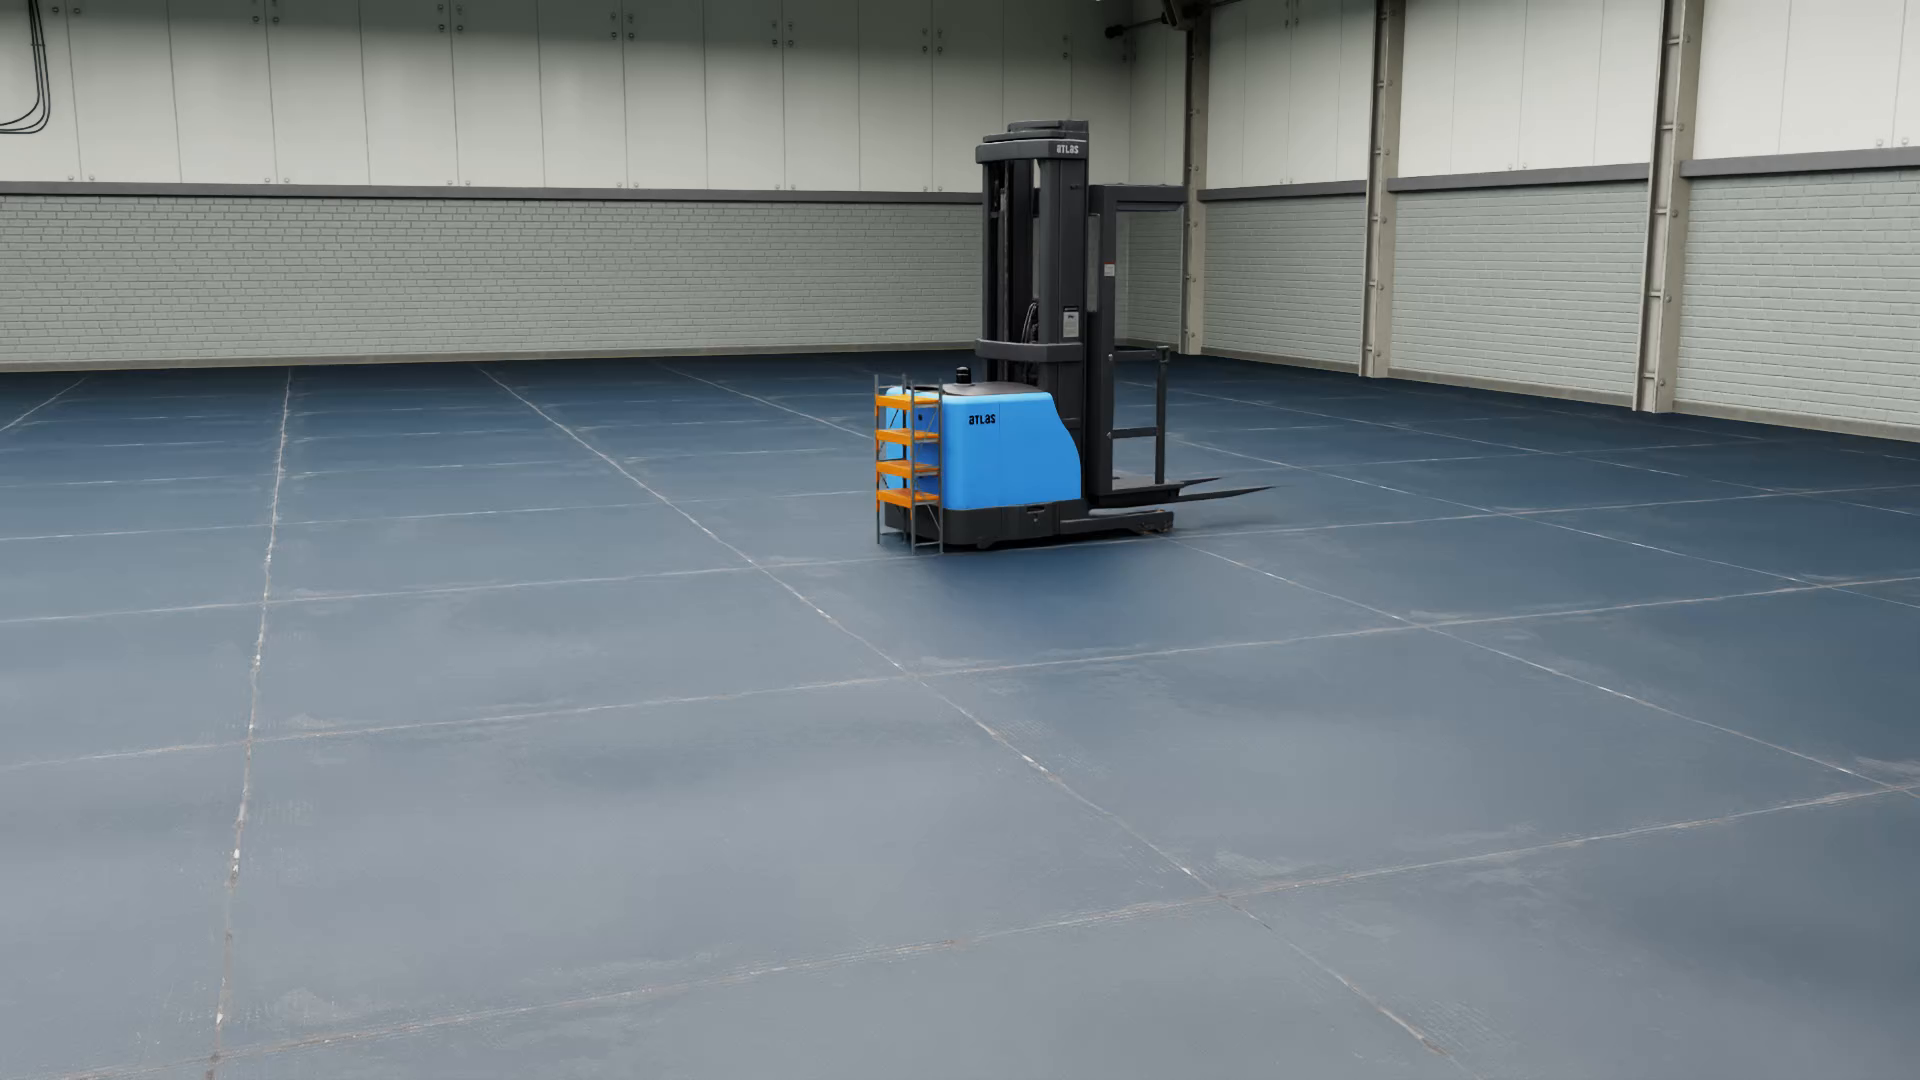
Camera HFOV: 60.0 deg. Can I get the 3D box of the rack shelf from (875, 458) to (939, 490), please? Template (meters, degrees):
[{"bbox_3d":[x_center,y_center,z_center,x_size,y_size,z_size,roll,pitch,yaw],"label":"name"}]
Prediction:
[{"bbox_3d":[-0.352,-0.454,11.430,0.258,0.148,0.480,-6,12,-32],"label":"rack shelf"}]

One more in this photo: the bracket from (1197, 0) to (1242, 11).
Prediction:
[{"bbox_3d":[5.203,-9.286,28.150,0.076,0.066,4.783,-4,11,-21],"label":"bracket"}]

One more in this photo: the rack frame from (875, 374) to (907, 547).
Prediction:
[{"bbox_3d":[-0.482,-0.556,11.621,0.240,1.200,0.015,-6,12,-32],"label":"rack frame"}]

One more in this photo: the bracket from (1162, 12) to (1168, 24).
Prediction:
[{"bbox_3d":[3.968,-9.842,31.275,0.235,0.232,0.430,-4,11,-21],"label":"bracket"}]

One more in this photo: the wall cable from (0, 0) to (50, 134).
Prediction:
[{"bbox_3d":[-15.891,-8.864,26.348,2.305,6.003,0.169,-4,11,-21],"label":"wall cable"}]

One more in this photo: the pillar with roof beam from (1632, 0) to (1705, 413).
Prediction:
[{"bbox_3d":[4.786,-5.792,18.789,9.100,9.000,0.400,-4,11,-21],"label":"pillar with roof beam"}]

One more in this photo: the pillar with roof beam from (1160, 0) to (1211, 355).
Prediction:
[{"bbox_3d":[0.437,-7.751,29.801,9.100,9.000,0.548,-4,11,-21],"label":"pillar with roof beam"}]

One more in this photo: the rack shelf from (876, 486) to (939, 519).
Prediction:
[{"bbox_3d":[-0.352,-0.258,11.464,0.258,0.148,0.480,-6,12,-32],"label":"rack shelf"}]

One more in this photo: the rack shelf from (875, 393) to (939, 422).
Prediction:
[{"bbox_3d":[-0.352,-0.907,11.349,0.258,0.148,0.480,-6,12,-32],"label":"rack shelf"}]

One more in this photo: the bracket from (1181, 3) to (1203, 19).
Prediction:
[{"bbox_3d":[4.269,-9.706,30.514,0.235,0.232,0.430,-4,11,-21],"label":"bracket"}]

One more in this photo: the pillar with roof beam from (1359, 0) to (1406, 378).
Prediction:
[{"bbox_3d":[2.611,-6.772,24.295,9.100,9.000,0.400,-4,11,-21],"label":"pillar with roof beam"}]

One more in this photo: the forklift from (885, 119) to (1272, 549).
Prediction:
[{"bbox_3d":[0.976,-1.549,12.256,3.031,2.935,1.130,-6,12,-31],"label":"forklift"}]

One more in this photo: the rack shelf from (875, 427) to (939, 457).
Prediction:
[{"bbox_3d":[-0.352,-0.674,11.390,0.258,0.148,0.480,-6,12,-32],"label":"rack shelf"}]

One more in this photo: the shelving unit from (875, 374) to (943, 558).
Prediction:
[{"bbox_3d":[-0.352,-0.520,11.418,0.258,1.200,0.503,-6,12,-32],"label":"shelving unit"}]

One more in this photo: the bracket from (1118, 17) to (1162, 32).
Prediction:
[{"bbox_3d":[3.323,-10.132,32.908,0.076,0.066,3.189,-4,11,-21],"label":"bracket"}]

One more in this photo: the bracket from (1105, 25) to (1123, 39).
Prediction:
[{"bbox_3d":[3.109,-10.229,33.450,0.235,0.232,0.430,-4,11,-21],"label":"bracket"}]

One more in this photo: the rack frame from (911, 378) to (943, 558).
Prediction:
[{"bbox_3d":[-0.222,-0.484,11.214,0.240,1.200,0.015,-6,12,-32],"label":"rack frame"}]
